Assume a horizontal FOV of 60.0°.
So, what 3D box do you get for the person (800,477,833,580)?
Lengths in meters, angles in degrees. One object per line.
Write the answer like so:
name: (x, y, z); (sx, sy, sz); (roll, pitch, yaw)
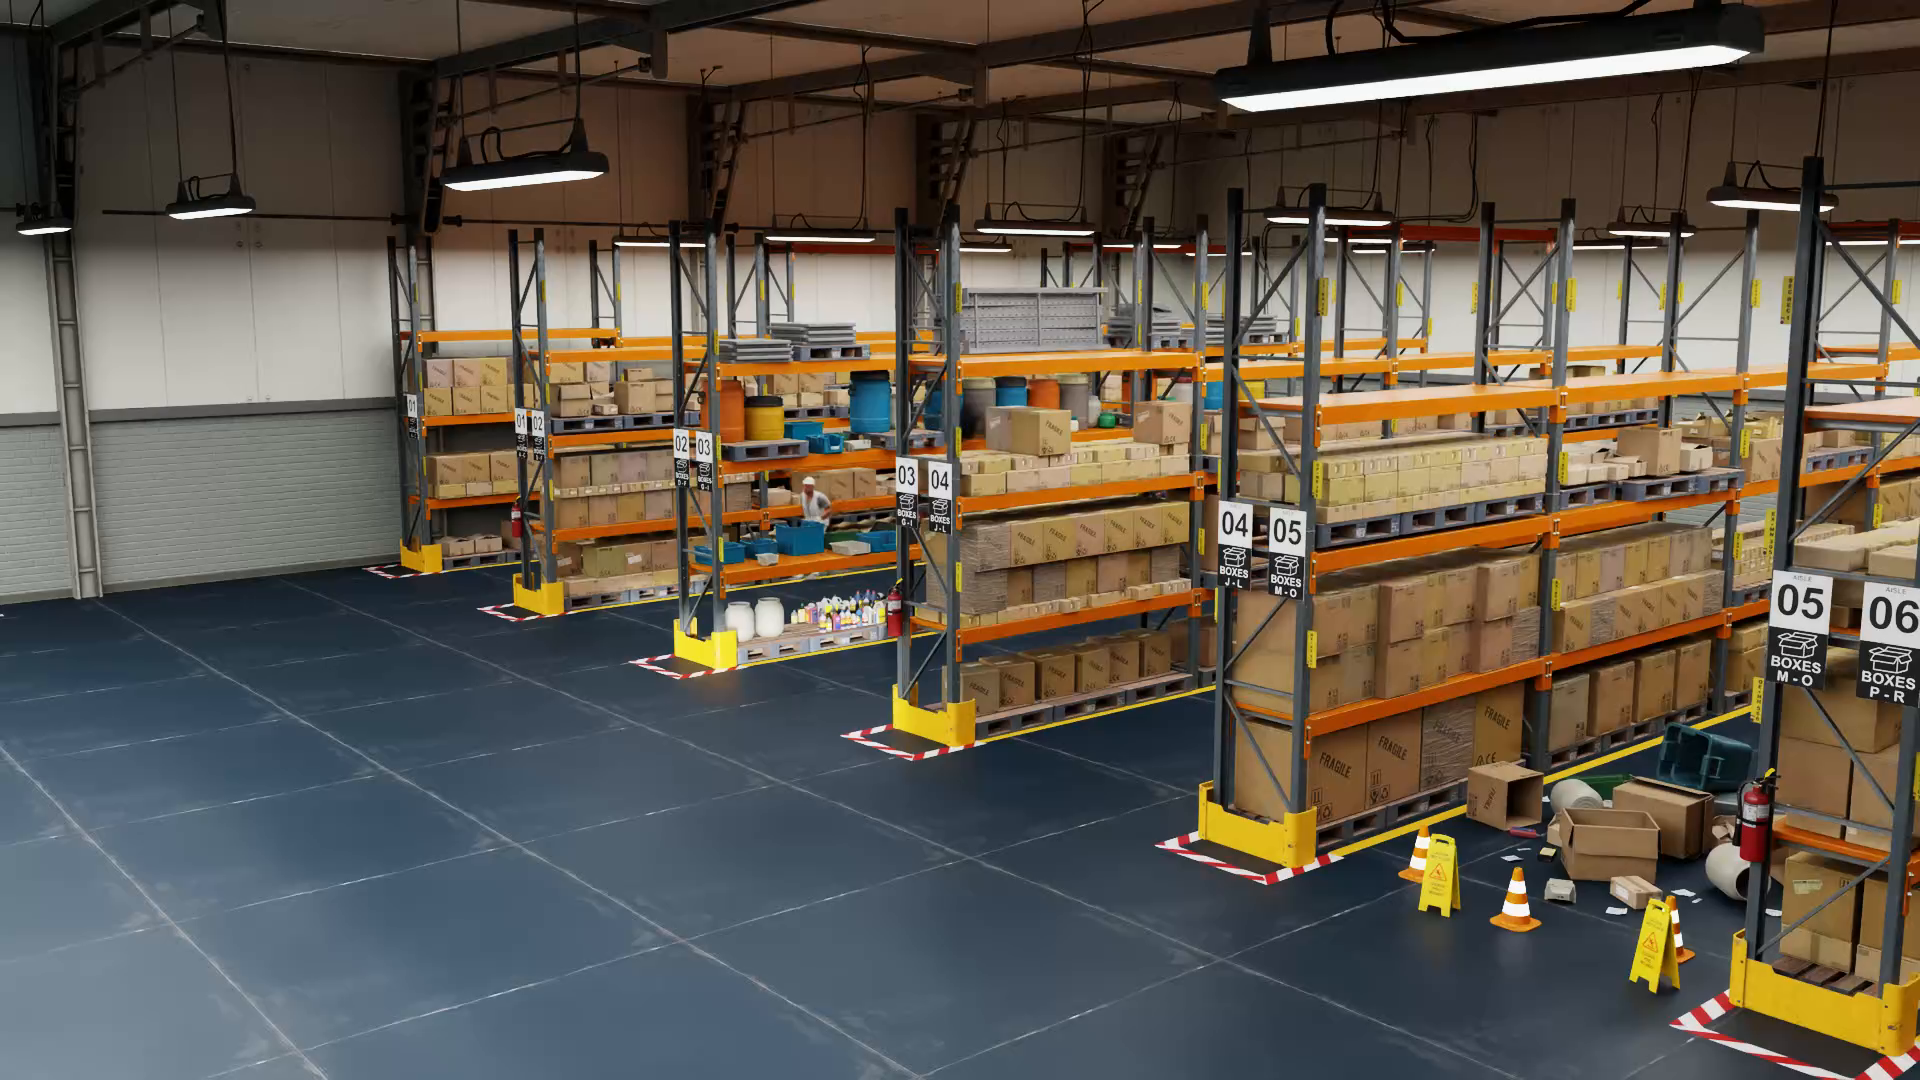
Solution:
person: (-2.369, -0.211, 27.680); (0.654, 1.732, 0.763); (5, 10, 30)
